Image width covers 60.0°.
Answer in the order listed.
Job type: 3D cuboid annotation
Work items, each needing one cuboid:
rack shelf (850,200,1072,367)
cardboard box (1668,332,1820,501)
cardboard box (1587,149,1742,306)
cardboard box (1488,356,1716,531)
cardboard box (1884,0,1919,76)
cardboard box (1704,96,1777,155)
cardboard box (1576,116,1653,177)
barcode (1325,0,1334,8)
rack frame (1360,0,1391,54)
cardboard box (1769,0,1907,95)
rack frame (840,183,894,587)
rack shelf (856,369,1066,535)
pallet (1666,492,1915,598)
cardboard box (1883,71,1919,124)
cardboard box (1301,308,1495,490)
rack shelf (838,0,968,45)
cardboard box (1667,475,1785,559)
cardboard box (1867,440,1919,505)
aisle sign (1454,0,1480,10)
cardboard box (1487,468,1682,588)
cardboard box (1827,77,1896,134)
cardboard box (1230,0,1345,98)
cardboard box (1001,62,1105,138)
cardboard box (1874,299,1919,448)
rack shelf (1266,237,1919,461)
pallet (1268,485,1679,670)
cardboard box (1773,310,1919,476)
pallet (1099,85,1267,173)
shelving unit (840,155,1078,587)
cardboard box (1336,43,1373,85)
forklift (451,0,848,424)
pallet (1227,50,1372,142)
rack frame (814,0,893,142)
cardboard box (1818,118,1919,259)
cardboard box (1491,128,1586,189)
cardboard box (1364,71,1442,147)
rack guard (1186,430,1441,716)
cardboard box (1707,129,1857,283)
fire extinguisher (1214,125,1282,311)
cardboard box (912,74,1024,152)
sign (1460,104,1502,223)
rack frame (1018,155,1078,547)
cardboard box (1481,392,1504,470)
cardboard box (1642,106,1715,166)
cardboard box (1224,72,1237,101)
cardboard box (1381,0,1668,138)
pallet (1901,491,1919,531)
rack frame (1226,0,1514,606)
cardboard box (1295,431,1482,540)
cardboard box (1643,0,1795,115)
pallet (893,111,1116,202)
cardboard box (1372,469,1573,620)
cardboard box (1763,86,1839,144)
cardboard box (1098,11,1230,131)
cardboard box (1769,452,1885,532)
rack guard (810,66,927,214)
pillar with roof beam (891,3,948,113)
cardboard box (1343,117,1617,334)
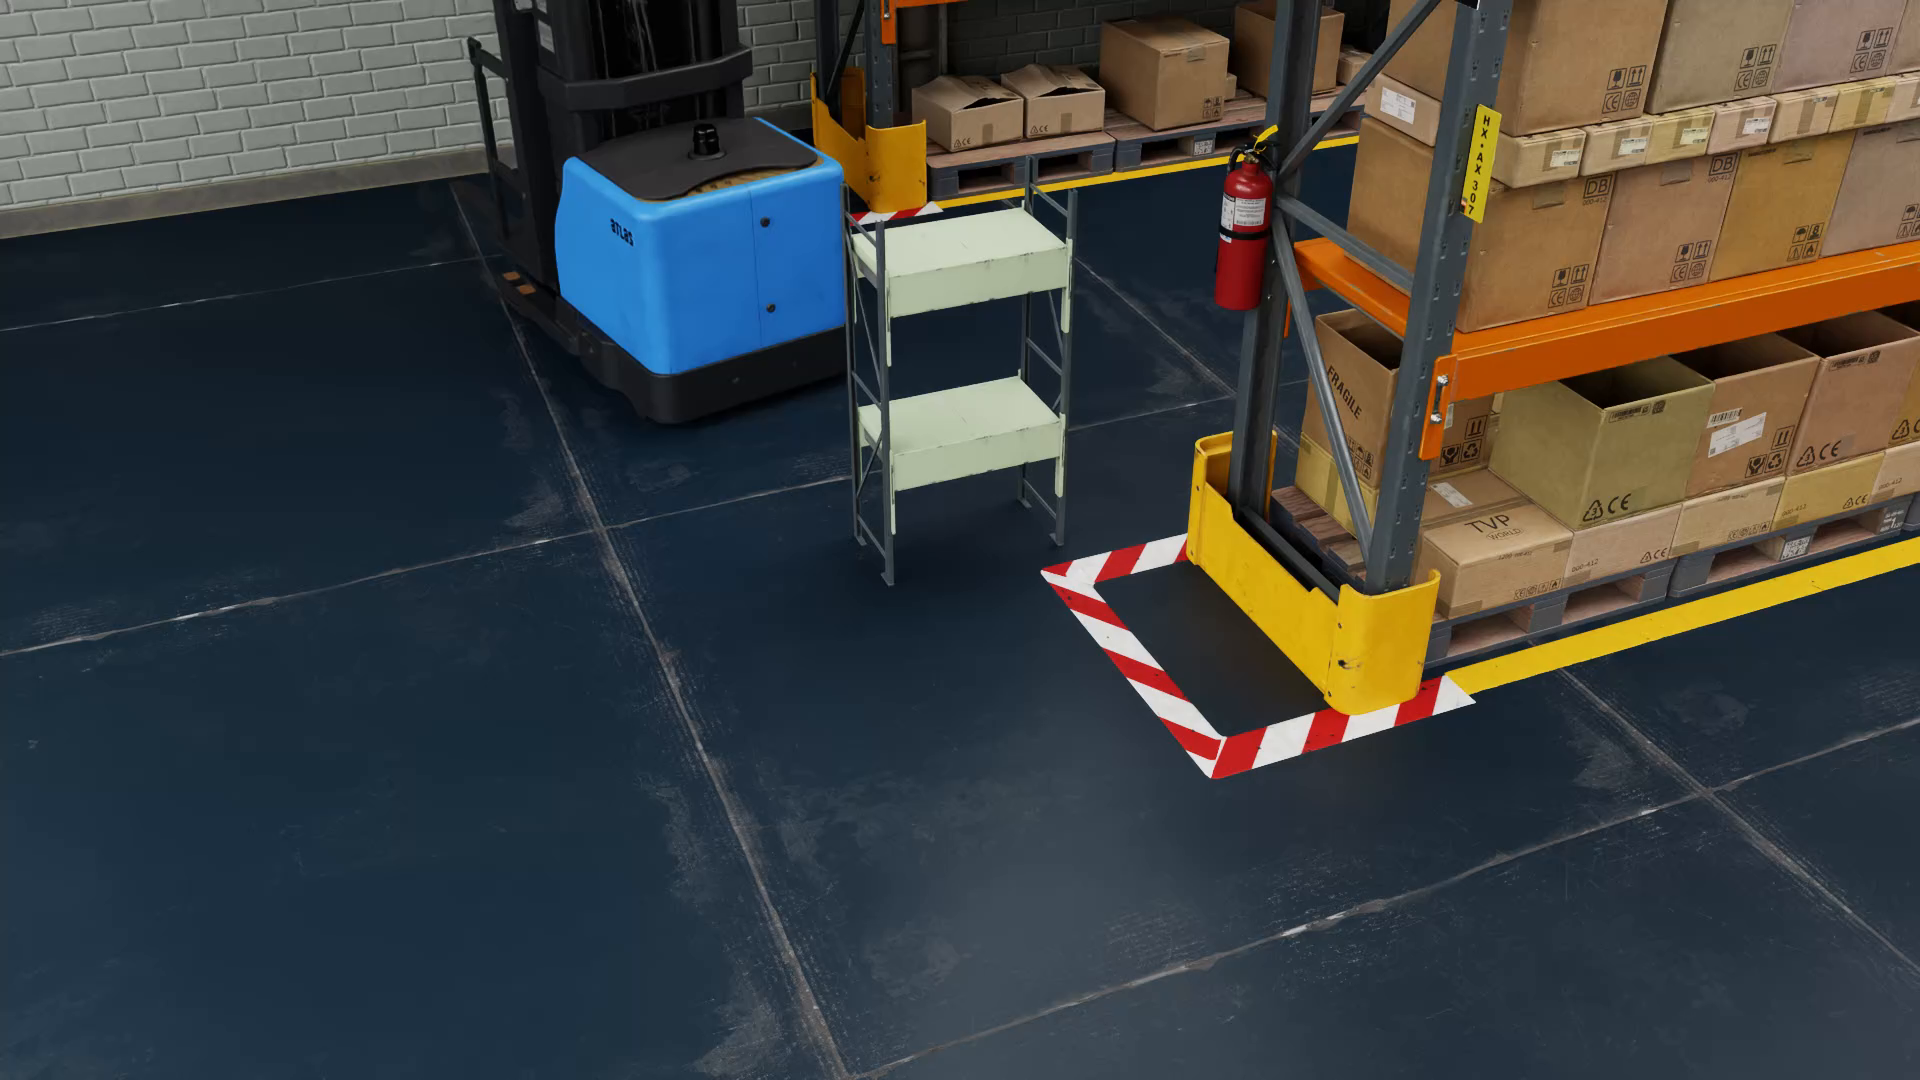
[{"bbox_3d":[-0.006,-0.954,6.126,0.720,0.370,0.431,-13,35,-19],"label":"rack shelf"},{"bbox_3d":[2.789,-0.526,6.257,0.500,0.500,0.500,-13,35,-19],"label":"cardboard box"},{"bbox_3d":[2.210,-1.216,5.776,0.500,0.500,0.700,-12,35,-18],"label":"cardboard box"},{"bbox_3d":[2.333,-0.414,6.085,0.500,0.500,0.500,-13,35,-19],"label":"cardboard box"},{"bbox_3d":[3.185,-1.984,5.767,0.500,0.500,0.700,-13,35,-19],"label":"cardboard box"},{"bbox_3d":[2.443,-1.418,5.492,0.250,0.149,0.380,-13,35,-20],"label":"cardboard box"},{"bbox_3d":[1.979,-1.314,5.332,0.250,0.149,0.380,-14,36,-20],"label":"cardboard box"},{"bbox_3d":[2.468,-3.581,11.098,0.075,0.075,0.001,-13,35,-19],"label":"barcode"},{"bbox_3d":[3.059,-4.303,10.613,0.127,3.000,1.000,-13,35,-19],"label":"rack frame"},{"bbox_3d":[2.723,-1.878,5.605,0.500,0.500,0.700,-13,35,-19],"label":"cardboard box"},{"bbox_3d":[-0.344,-0.550,6.220,0.023,1.500,0.400,-13,35,-19],"label":"rack frame"},{"bbox_3d":[-0.006,-0.354,6.517,0.720,0.370,0.431,-13,35,-19],"label":"rack shelf"},{"bbox_3d":[3.104,-0.238,6.922,1.213,0.211,1.003,-13,35,-19],"label":"pallet"},{"bbox_3d":[3.155,-1.581,5.743,0.250,0.149,0.380,-13,35,-18],"label":"cardboard box"},{"bbox_3d":[1.671,-0.569,6.323,0.500,0.500,0.500,-13,35,-19],"label":"cardboard box"},{"bbox_3d":[1.215,-3.579,10.160,4.000,0.370,1.077,-13,35,-19],"label":"rack shelf"},{"bbox_3d":[2.793,-0.206,6.452,0.500,0.250,0.500,-13,35,-19],"label":"cardboard box"},{"bbox_3d":[3.717,-0.415,6.774,0.500,0.250,0.500,-13,35,-19],"label":"cardboard box"},{"bbox_3d":[1.350,-1.890,4.521,0.004,0.787,0.394,-13,35,-19],"label":"aisle sign"},{"bbox_3d":[2.332,-0.101,6.290,0.500,0.250,0.500,-13,35,-19],"label":"cardboard box"},{"bbox_3d":[2.924,-1.530,5.664,0.250,0.149,0.380,-13,35,-20],"label":"cardboard box"},{"bbox_3d":[2.117,-3.201,10.807,0.500,0.500,0.500,-16,36,-22],"label":"cardboard box"},{"bbox_3d":[0.569,-2.737,10.268,0.500,0.311,0.500,-10,34,-15],"label":"cardboard box"},{"bbox_3d":[3.712,-0.736,6.579,0.500,0.500,0.500,-13,35,-19],"label":"cardboard box"},{"bbox_3d":[3.136,-1.089,6.333,4.000,0.370,1.077,-13,35,-19],"label":"rack shelf"},{"bbox_3d":[1.981,0.018,6.529,1.213,0.211,1.003,-13,35,-19],"label":"pallet"},{"bbox_3d":[3.257,-0.623,6.406,0.500,0.500,0.500,-13,35,-19],"label":"cardboard box"},{"bbox_3d":[1.327,-2.715,10.729,1.213,0.211,1.003,-13,35,-19],"label":"pallet"},{"bbox_3d":[-0.006,-0.627,6.339,0.755,1.500,0.431,-13,35,-19],"label":"shelving unit"},{"bbox_3d":[2.577,-3.172,11.069,0.250,0.166,0.380,-18,37,-25],"label":"cardboard box"},{"bbox_3d":[-1.756,-2.503,7.909,1.130,2.935,3.031,-21,38,-29],"label":"forklift"},{"bbox_3d":[2.453,-2.975,11.128,1.213,0.211,1.003,-13,35,-19],"label":"pallet"},{"bbox_3d":[-0.629,-3.459,9.315,0.127,3.000,1.000,-13,35,-19],"label":"rack frame"},{"bbox_3d":[3.154,-1.431,6.107,0.500,0.500,0.700,-12,35,-18],"label":"cardboard box"},{"bbox_3d":[1.737,-1.257,5.245,0.250,0.149,0.380,-13,35,-19],"label":"cardboard box"},{"bbox_3d":[1.570,-1.459,5.555,0.250,0.149,0.380,-13,35,-20],"label":"cardboard box"},{"bbox_3d":[1.270,0.084,6.162,0.348,0.500,1.175,-13,35,-19],"label":"rack guard"},{"bbox_3d":[2.670,-1.318,5.933,0.500,0.500,0.700,-13,35,-19],"label":"cardboard box"},{"bbox_3d":[1.003,-1.145,5.830,0.183,0.674,0.296,-13,35,-19],"label":"fire extinguisher"},{"bbox_3d":[0.044,-2.617,10.083,0.500,0.311,0.500,-17,37,-24],"label":"cardboard box"},{"bbox_3d":[1.501,-1.084,4.799,0.005,0.325,0.100,-13,35,-19],"label":"sign"},{"bbox_3d":[0.331,-0.704,6.458,0.023,1.500,0.400,-13,35,-19],"label":"rack frame"},{"bbox_3d":[2.128,-0.365,6.697,0.500,0.250,0.500,-13,35,-19],"label":"cardboard box"},{"bbox_3d":[2.210,-1.366,5.412,0.250,0.149,0.380,-13,35,-19],"label":"cardboard box"},{"bbox_3d":[1.576,-2.965,10.767,0.250,0.149,0.380,-16,36,-23],"label":"cardboard box"},{"bbox_3d":[1.776,-1.657,5.266,0.500,0.500,0.700,-13,35,-19],"label":"cardboard box"},{"bbox_3d":[4.231,-0.497,7.321,1.213,0.211,1.003,-13,35,-19],"label":"pallet"},{"bbox_3d":[1.292,-0.968,5.488,0.127,3.000,1.000,-13,35,-19],"label":"rack frame"},{"bbox_3d":[1.672,-0.254,6.526,0.500,0.250,0.500,-13,35,-19],"label":"cardboard box"},{"bbox_3d":[2.259,-1.771,5.440,0.500,0.500,0.700,-14,36,-20],"label":"cardboard box"},{"bbox_3d":[0.204,-2.460,10.337,1.213,0.211,1.003,-13,35,-19],"label":"pallet"},{"bbox_3d":[1.872,0.007,6.125,0.500,0.250,0.500,-13,35,-19],"label":"cardboard box"},{"bbox_3d":[2.688,-1.476,5.581,0.250,0.149,0.380,-14,36,-21],"label":"cardboard box"},{"bbox_3d":[1.265,-2.946,10.416,0.500,0.500,0.700,-15,36,-22],"label":"cardboard box"},{"bbox_3d":[3.256,-0.309,6.611,0.500,0.250,0.500,-13,35,-19],"label":"cardboard box"},{"bbox_3d":[-0.559,-2.427,10.021,0.348,0.500,1.175,-13,35,-19],"label":"rack guard"},{"bbox_3d":[1.348,-4.391,5.248,0.400,9.000,9.100,-13,35,-19],"label":"pillar with roof beam"},{"bbox_3d":[1.727,-1.102,5.602,0.500,0.500,0.700,-13,35,-19],"label":"cardboard box"}]
